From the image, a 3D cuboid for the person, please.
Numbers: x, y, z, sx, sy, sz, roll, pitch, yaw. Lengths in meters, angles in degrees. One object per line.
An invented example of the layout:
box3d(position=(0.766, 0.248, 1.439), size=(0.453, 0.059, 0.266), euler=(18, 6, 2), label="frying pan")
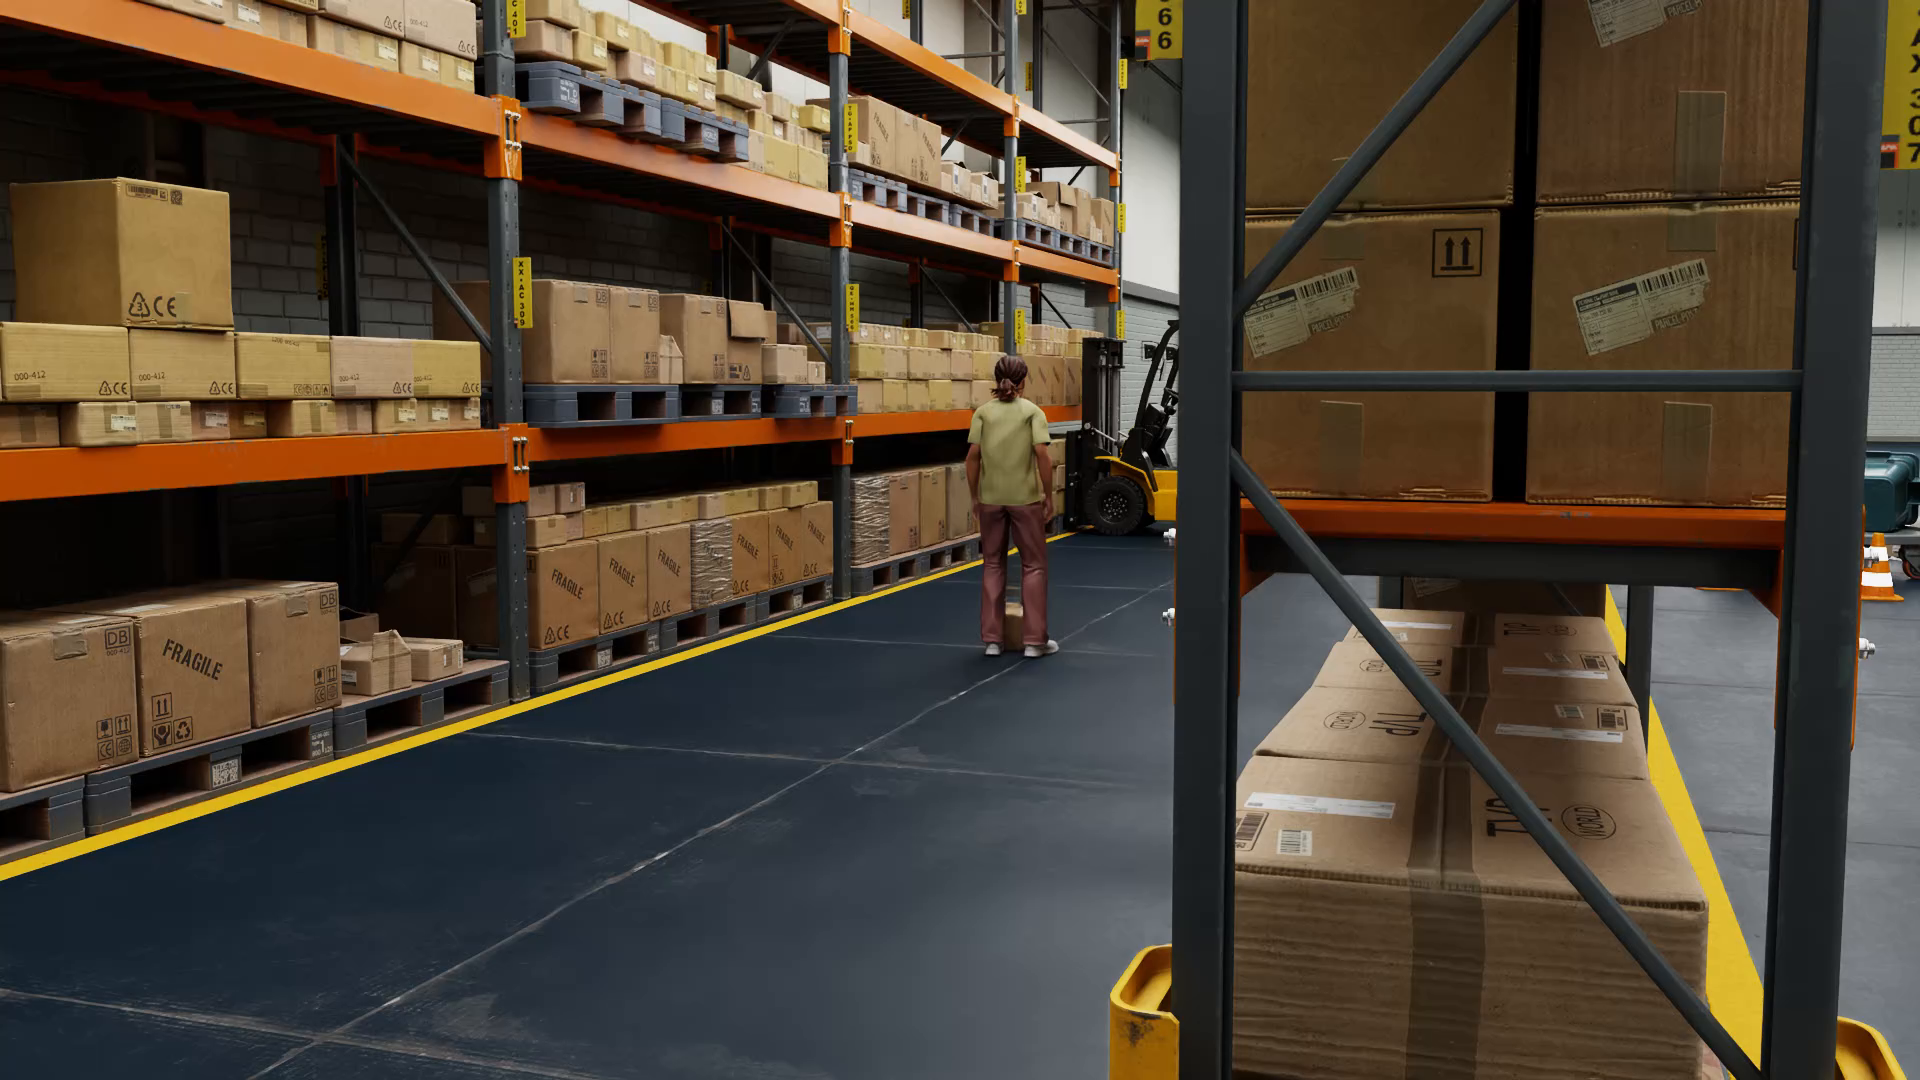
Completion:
box3d(position=(0.287, -0.192, 9.278), size=(0.493, 1.673, 0.359), euler=(2, 6, 17), label="person")
